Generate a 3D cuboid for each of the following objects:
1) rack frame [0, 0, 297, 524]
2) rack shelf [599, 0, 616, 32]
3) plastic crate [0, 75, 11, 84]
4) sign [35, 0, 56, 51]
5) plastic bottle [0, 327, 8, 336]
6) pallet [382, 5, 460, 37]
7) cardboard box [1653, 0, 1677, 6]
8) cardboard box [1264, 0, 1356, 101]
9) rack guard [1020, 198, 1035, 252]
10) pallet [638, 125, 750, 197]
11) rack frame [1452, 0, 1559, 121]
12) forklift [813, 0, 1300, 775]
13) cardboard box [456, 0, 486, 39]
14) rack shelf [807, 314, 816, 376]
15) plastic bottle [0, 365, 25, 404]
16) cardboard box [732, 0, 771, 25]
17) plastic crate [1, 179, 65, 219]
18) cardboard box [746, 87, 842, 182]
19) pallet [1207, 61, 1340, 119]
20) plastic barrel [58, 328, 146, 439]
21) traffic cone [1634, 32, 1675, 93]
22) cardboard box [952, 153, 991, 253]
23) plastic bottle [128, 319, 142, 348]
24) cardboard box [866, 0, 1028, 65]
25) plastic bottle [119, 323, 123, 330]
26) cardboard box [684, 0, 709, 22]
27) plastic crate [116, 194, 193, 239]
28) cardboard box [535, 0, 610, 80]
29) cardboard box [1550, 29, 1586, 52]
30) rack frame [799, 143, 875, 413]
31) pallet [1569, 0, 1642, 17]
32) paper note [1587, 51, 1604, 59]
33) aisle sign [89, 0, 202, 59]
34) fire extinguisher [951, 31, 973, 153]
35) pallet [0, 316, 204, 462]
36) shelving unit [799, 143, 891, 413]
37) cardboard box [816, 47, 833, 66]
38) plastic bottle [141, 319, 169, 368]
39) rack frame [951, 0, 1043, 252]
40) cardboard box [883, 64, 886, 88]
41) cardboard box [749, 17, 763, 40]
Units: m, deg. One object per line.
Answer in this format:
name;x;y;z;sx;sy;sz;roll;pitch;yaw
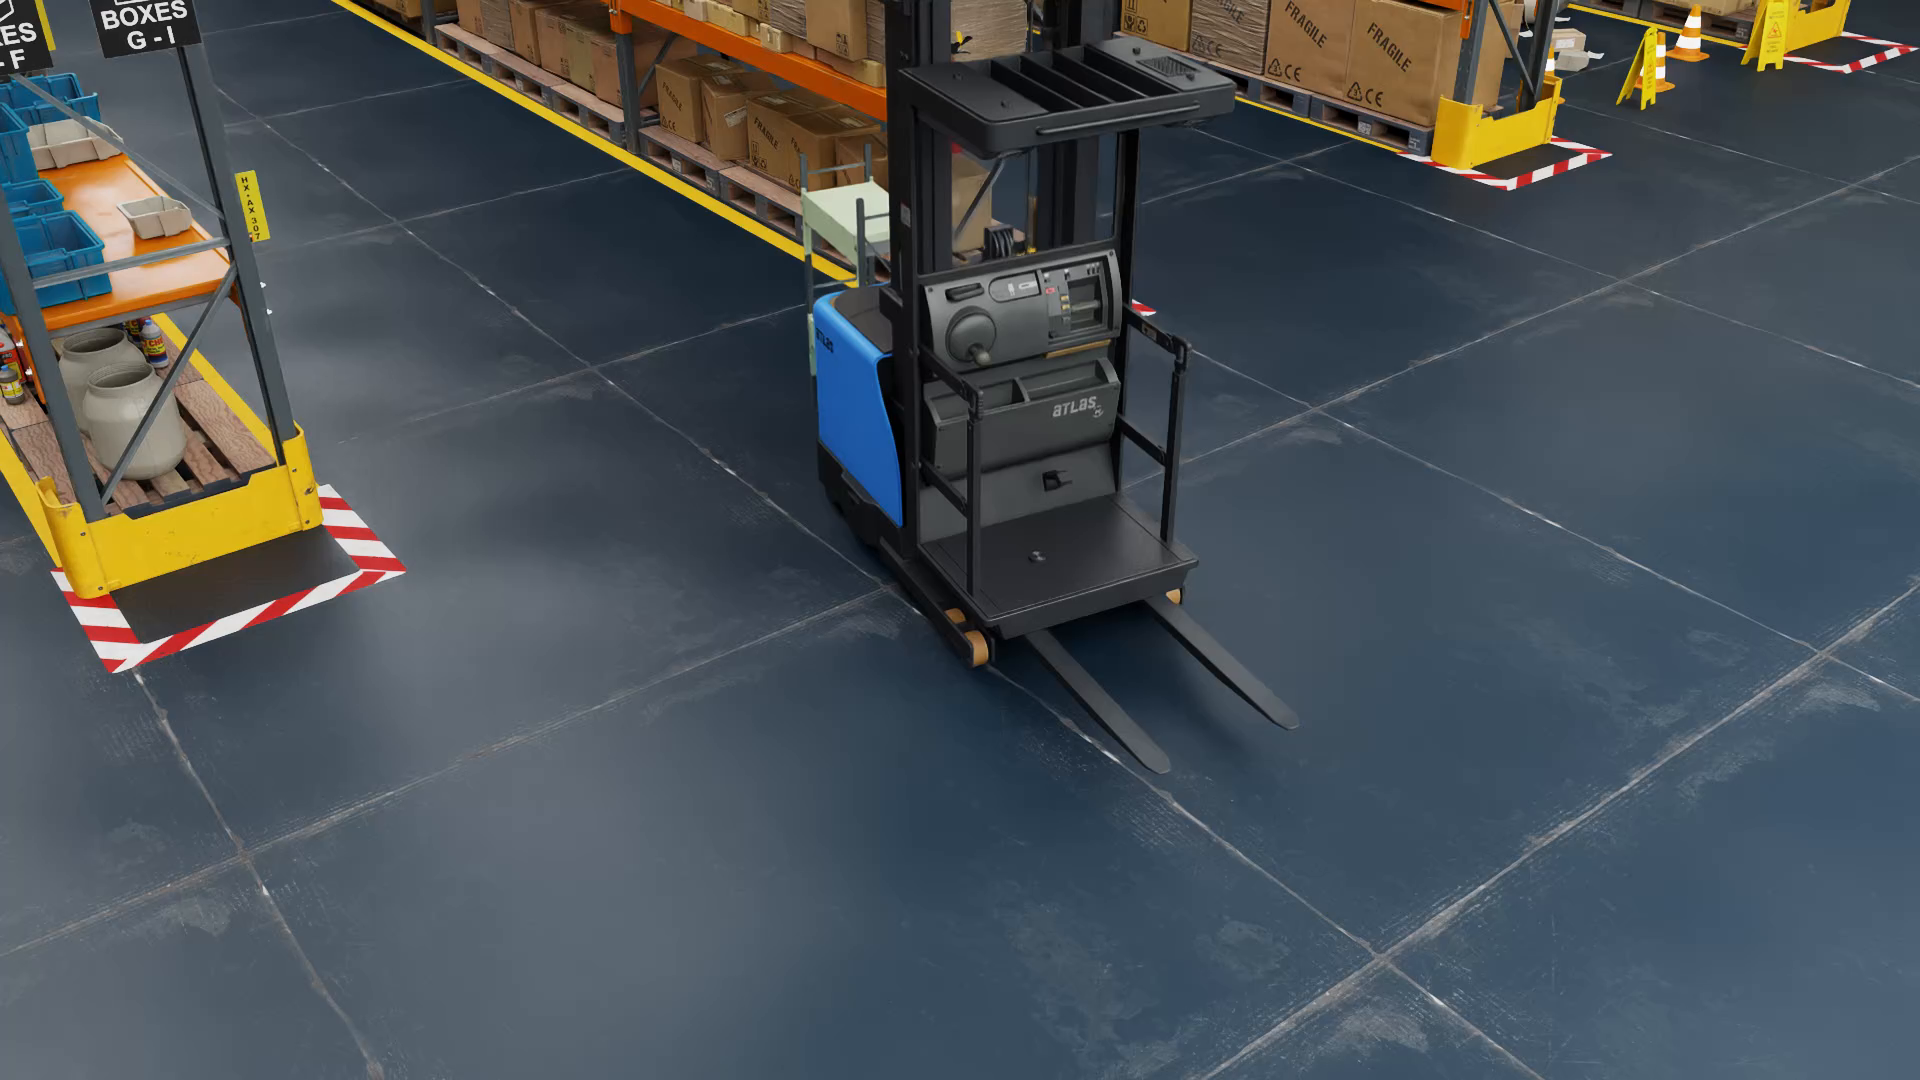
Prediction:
rack frame;-3.673;-1.227;7.382;1.000;3.000;0.127;-22;38;-31
rack shelf;-3.440;-5.024;14.179;1.077;0.370;4.000;-22;38;-31
plastic crate;-5.906;-2.608;9.665;0.767;0.338;0.504;-22;38;-31
sign;-5.685;-3.185;10.273;0.100;0.325;0.005;-22;38;-31
plastic bottle;-5.364;-1.052;9.266;0.152;0.276;0.135;-23;39;-33
pallet;-5.091;-5.332;16.635;1.003;0.211;1.213;-22;38;-31
cardboard box;7.048;-5.514;16.494;0.500;0.250;0.500;-22;38;-31
cardboard box;3.210;-4.295;13.938;0.875;0.875;0.875;-23;39;-32
rack guard;0.192;-1.799;10.673;1.175;0.500;0.348;-22;38;-31
pallet;-1.774;-3.043;12.950;1.003;0.211;1.213;-22;38;-31
rack frame;4.219;-4.392;12.478;1.000;3.000;0.127;-22;38;-31
forklift;0.379;-0.949;7.001;1.130;2.935;3.031;-15;35;-23
cardboard box;-4.240;-5.016;15.435;0.700;0.500;0.500;-25;39;-34
rack shelf;-0.487;-0.958;8.990;0.431;0.370;0.720;-15;35;-23
plastic bottle;-5.146;-0.849;9.009;0.097;0.201;0.097;0;32;0
cardboard box;-1.048;-3.840;11.214;0.875;0.500;0.500;-22;38;-31
plastic crate;-4.610;-1.548;8.040;0.499;0.251;0.408;-22;38;-31
cardboard box;-1.200;-2.964;12.150;0.500;0.500;0.500;-26;40;-35
pallet;2.923;-4.023;14.528;1.003;0.211;1.213;-22;38;-31
plastic barrel;-4.445;-0.807;8.666;0.421;0.512;0.421;0;32;0
traffic cone;6.116;-4.219;14.604;0.336;0.463;0.334;-22;38;-31
cardboard box;-0.131;-2.212;10.939;0.500;0.500;0.500;-15;35;-23
plastic bottle;-4.749;-1.254;9.595;0.097;0.271;0.097;0;32;0
cardboard box;-0.077;-3.236;10.241;0.875;0.500;0.500;-22;38;-31
plastic bottle;-4.935;-1.380;9.798;0.097;0.271;0.097;0;32;0
cardboard box;-1.720;-3.781;11.732;0.380;0.149;0.250;-22;38;-31
plastic crate;-3.968;-1.592;8.220;0.298;0.136;0.250;-22;38;-31
cardboard box;-3.194;-4.322;14.318;0.700;0.500;0.500;-26;40;-35
cardboard box;5.668;-4.717;15.704;0.380;0.149;0.250;-4;32;-7
rack frame;-0.652;-1.408;9.095;0.400;1.500;0.023;-15;35;-23
pallet;6.806;-5.741;17.293;1.003;0.211;1.213;-22;38;-31
paper note;5.915;-4.524;15.506;0.142;0.019;0.148;18;36;27
aisle sign;-3.398;-2.396;6.801;0.394;0.787;0.004;-22;38;-31
fire extinguisher;-0.055;-2.600;9.666;0.296;0.674;0.183;-22;38;-31
pallet;-4.995;-0.907;9.511;1.003;0.211;1.213;-22;38;-31
shelving unit;-0.487;-1.235;8.818;0.431;1.500;0.755;-15;35;-23
cardboard box;-0.707;-3.193;10.787;0.380;0.149;0.250;-22;38;-31
plastic bottle;-4.539;-1.111;9.365;0.097;0.271;0.097;0;32;0
rack frame;0.239;-2.829;9.963;1.000;3.000;0.127;-22;38;-31
cardboard box;-0.252;-2.879;10.281;0.380;0.149;0.250;-22;38;-31
cardboard box;-1.200;-3.493;11.268;0.380;0.149;0.250;-22;38;-31
